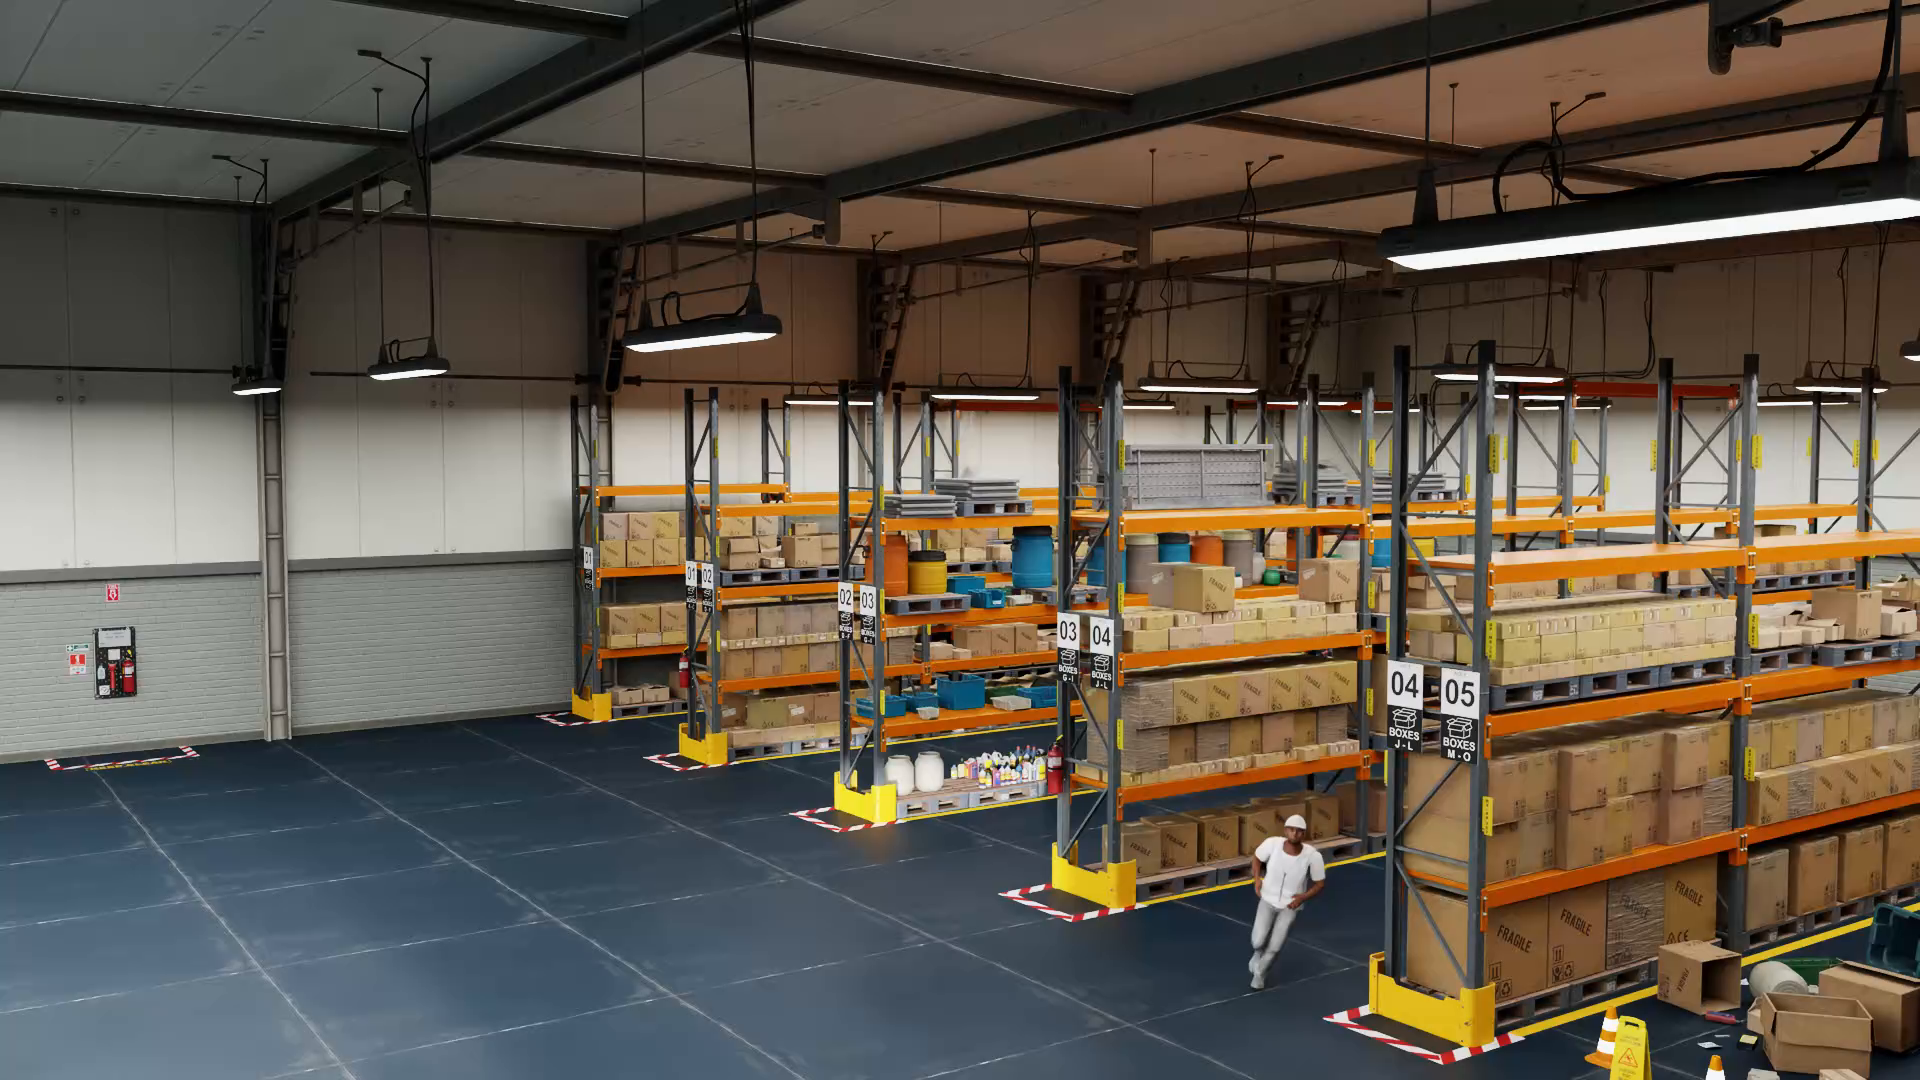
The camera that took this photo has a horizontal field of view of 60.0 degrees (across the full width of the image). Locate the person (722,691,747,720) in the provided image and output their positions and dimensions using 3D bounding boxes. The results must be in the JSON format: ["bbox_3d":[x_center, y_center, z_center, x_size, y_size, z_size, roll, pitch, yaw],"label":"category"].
[{"bbox_3d":[-4.085,2.515,29.586,0.671,1.792,0.731,3,5,44],"label":"person"}]

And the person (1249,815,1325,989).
[{"bbox_3d":[3.051,3.383,15.601,0.739,1.676,0.586,1,4,20],"label":"person"}]
